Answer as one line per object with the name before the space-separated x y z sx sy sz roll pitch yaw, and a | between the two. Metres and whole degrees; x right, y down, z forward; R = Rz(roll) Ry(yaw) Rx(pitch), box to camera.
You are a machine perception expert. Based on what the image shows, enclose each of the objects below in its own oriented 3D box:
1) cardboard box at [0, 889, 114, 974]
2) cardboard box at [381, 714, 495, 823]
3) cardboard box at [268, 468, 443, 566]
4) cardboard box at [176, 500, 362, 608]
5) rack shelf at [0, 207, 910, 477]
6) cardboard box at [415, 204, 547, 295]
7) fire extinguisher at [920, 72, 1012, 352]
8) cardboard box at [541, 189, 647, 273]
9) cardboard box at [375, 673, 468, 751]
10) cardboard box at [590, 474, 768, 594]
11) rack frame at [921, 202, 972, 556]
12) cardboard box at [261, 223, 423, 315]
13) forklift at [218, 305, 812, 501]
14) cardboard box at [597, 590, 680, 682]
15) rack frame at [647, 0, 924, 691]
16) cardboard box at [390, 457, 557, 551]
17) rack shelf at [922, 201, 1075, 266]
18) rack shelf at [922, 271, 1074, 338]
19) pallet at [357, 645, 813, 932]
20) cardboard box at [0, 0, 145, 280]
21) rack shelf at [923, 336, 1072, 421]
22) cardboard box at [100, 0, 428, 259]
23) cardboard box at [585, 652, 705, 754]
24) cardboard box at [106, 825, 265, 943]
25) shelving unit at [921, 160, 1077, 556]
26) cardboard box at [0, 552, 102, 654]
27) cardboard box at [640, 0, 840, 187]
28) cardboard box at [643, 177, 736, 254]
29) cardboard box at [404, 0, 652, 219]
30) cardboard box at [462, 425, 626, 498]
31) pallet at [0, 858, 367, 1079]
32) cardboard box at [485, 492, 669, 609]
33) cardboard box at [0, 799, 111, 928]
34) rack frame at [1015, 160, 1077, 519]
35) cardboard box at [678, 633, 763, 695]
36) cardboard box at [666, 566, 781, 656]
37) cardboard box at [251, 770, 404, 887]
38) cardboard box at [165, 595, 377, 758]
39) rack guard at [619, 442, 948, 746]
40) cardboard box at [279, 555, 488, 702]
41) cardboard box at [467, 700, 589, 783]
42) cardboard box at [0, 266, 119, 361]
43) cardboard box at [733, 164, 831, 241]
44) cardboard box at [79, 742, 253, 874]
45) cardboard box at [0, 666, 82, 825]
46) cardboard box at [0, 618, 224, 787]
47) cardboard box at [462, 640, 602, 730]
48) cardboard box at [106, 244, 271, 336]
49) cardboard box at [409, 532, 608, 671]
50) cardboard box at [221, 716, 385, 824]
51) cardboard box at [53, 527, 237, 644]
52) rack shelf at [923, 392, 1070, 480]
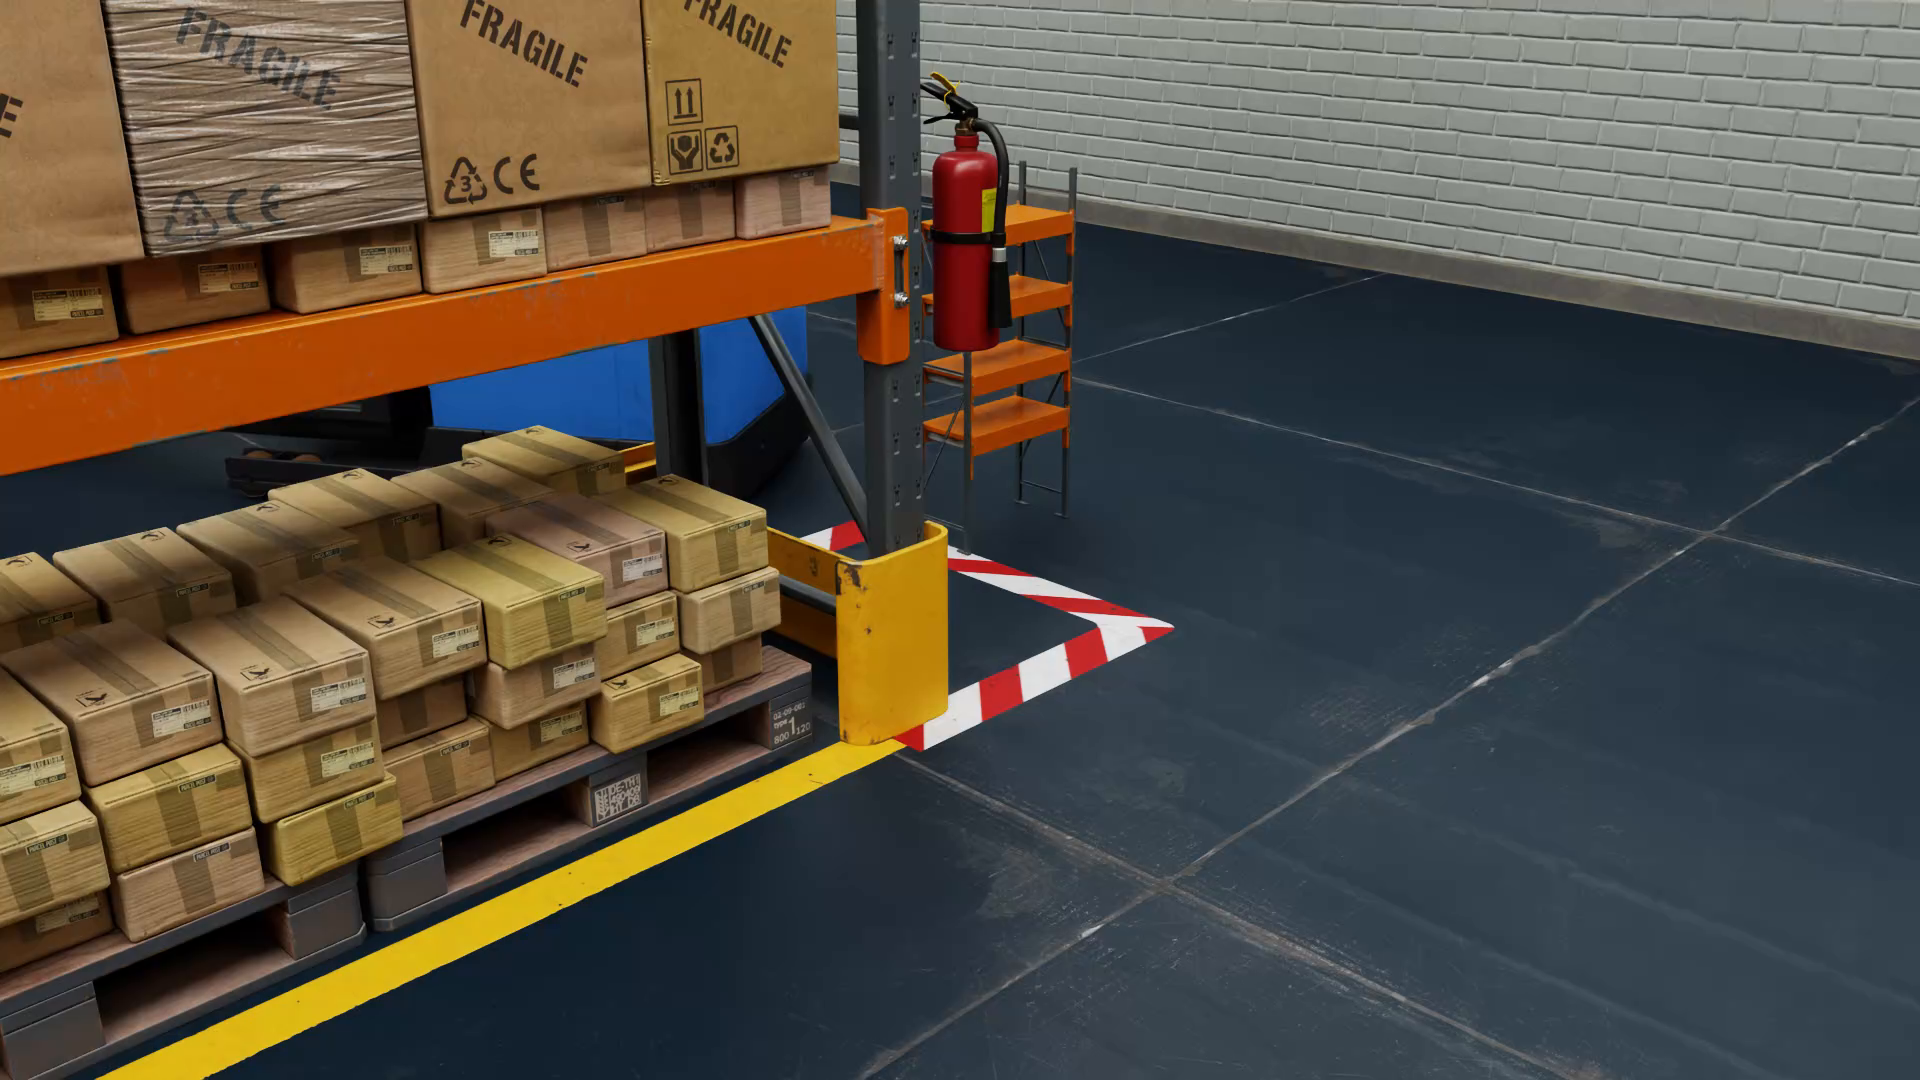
cardboard box | -1.792 0.642 3.113 0.250 0.149 0.380 -19 28 -41
cardboard box | -1.224 0.449 3.614 0.380 0.149 0.250 20 28 41
cardboard box | -1.473 -0.037 4.050 0.380 0.149 0.250 19 28 40
cardboard box | -1.586 0.047 3.830 0.380 0.149 0.250 18 27 38
rack shelf | -1.885 -0.228 2.989 1.077 0.370 4.000 19 28 41
cardboard box | -1.041 -0.612 3.335 0.250 0.149 0.380 -19 28 -41
fire extinguisher | 0.016 -0.817 4.146 0.296 0.674 0.183 19 28 41
cardboard box | -0.880 -0.683 3.521 0.380 0.149 0.250 19 28 40
cardboard box | -1.276 0.303 3.580 0.380 0.149 0.250 19 28 40
cardboard box | -0.678 -0.021 4.008 0.380 0.149 0.250 20 28 41
rack frame | -0.055 -0.540 5.307 0.240 1.200 0.015 19 28 41
cardboard box | -1.246 -0.551 3.178 0.380 0.149 0.250 18 27 38
forklift | -2.141 -1.683 5.867 3.031 2.935 1.130 5 22 12
cardboard box | -0.875 0.179 3.902 0.380 0.149 0.250 18 28 39
rack frame | -0.490 -1.078 4.198 1.000 3.000 0.127 19 28 41
cardboard box | -1.205 -0.070 4.135 0.250 0.149 0.380 -20 28 -41
rack shelf | 0.116 -0.969 5.329 0.258 0.148 0.480 19 28 41
rack shelf | 0.116 -0.749 5.414 0.258 0.148 0.480 19 28 41
pallet | -1.135 0.443 4.127 1.003 0.211 1.213 19 28 41
cardboard box | -1.684 -0.694 2.645 0.500 0.500 0.500 -18 28 -39
rack shelf | 0.116 -0.540 5.494 0.258 0.148 0.480 19 28 41
cardboard box | -1.329 -0.820 2.972 0.500 0.500 0.500 19 28 41
cardboard box | -0.815 0.336 3.908 0.250 0.149 0.380 -19 28 -40
cardboard box | -1.562 0.595 3.233 0.250 0.149 0.380 -20 28 -41
shelving unit | 0.116 -0.603 5.470 0.258 1.200 0.503 19 28 41
cardboard box | -2.003 0.172 3.505 0.250 0.149 0.380 -20 28 -41
cardboard box | -0.619 -1.083 3.658 0.500 0.500 0.500 -19 28 -41
cardboard box | -0.715 -0.751 3.699 0.380 0.149 0.250 19 28 41
cardboard box | -0.982 -0.952 3.317 0.500 0.500 0.500 19 28 40
cardboard box | -1.099 -0.171 4.398 0.380 0.149 0.250 18 27 38
pallet | -1.986 0.755 3.315 1.003 0.211 1.213 19 28 41
cardboard box | -0.894 0.029 3.877 0.250 0.149 0.380 -20 28 -41
cardboard box | -1.731 0.535 2.977 0.380 0.149 0.250 20 28 41
rack frame | 0.286 -0.665 5.633 0.240 1.200 0.015 19 28 41
cardboard box | -0.708 0.244 4.146 0.250 0.149 0.380 -20 28 -41
cardboard box | -0.654 0.125 4.042 0.380 0.149 0.250 18 28 39
cardboard box | -1.357 0.530 3.402 0.380 0.149 0.250 18 27 38
cardboard box | -1.357 0.261 3.274 0.250 0.149 0.380 -19 28 -40
rack guard | -0.543 0.109 4.595 1.175 0.500 0.348 19 28 41
cardboard box | -1.210 0.178 3.490 0.380 0.149 0.250 18 27 39
cardboard box | -1.061 0.382 3.787 0.380 0.149 0.250 19 28 40
cardboard box | -1.650 -0.425 2.848 0.250 0.149 0.380 -20 28 -41
cardboard box | -0.515 -0.806 3.841 0.380 0.149 0.250 19 28 41
cardboard box | -1.559 0.457 3.179 0.250 0.149 0.380 -18 28 -39
cardboard box | -1.783 0.375 2.976 0.380 0.149 0.250 19 28 41
cardboard box | -1.621 0.301 3.170 0.380 0.149 0.250 18 27 39
cardboard box | -1.015 0.259 3.693 0.380 0.149 0.250 18 27 39
cardboard box | -1.477 -0.497 3.037 0.380 0.149 0.250 18 27 38
cardboard box | -0.984 0.127 3.621 0.380 0.149 0.250 18 28 39
cardboard box | -1.367 0.396 3.338 0.250 0.149 0.380 -20 28 -41
cardboard box | -1.787 0.116 3.651 0.250 0.149 0.380 -19 28 -40
rack shelf | 0.116 -0.355 5.565 0.258 0.148 0.480 19 28 41
